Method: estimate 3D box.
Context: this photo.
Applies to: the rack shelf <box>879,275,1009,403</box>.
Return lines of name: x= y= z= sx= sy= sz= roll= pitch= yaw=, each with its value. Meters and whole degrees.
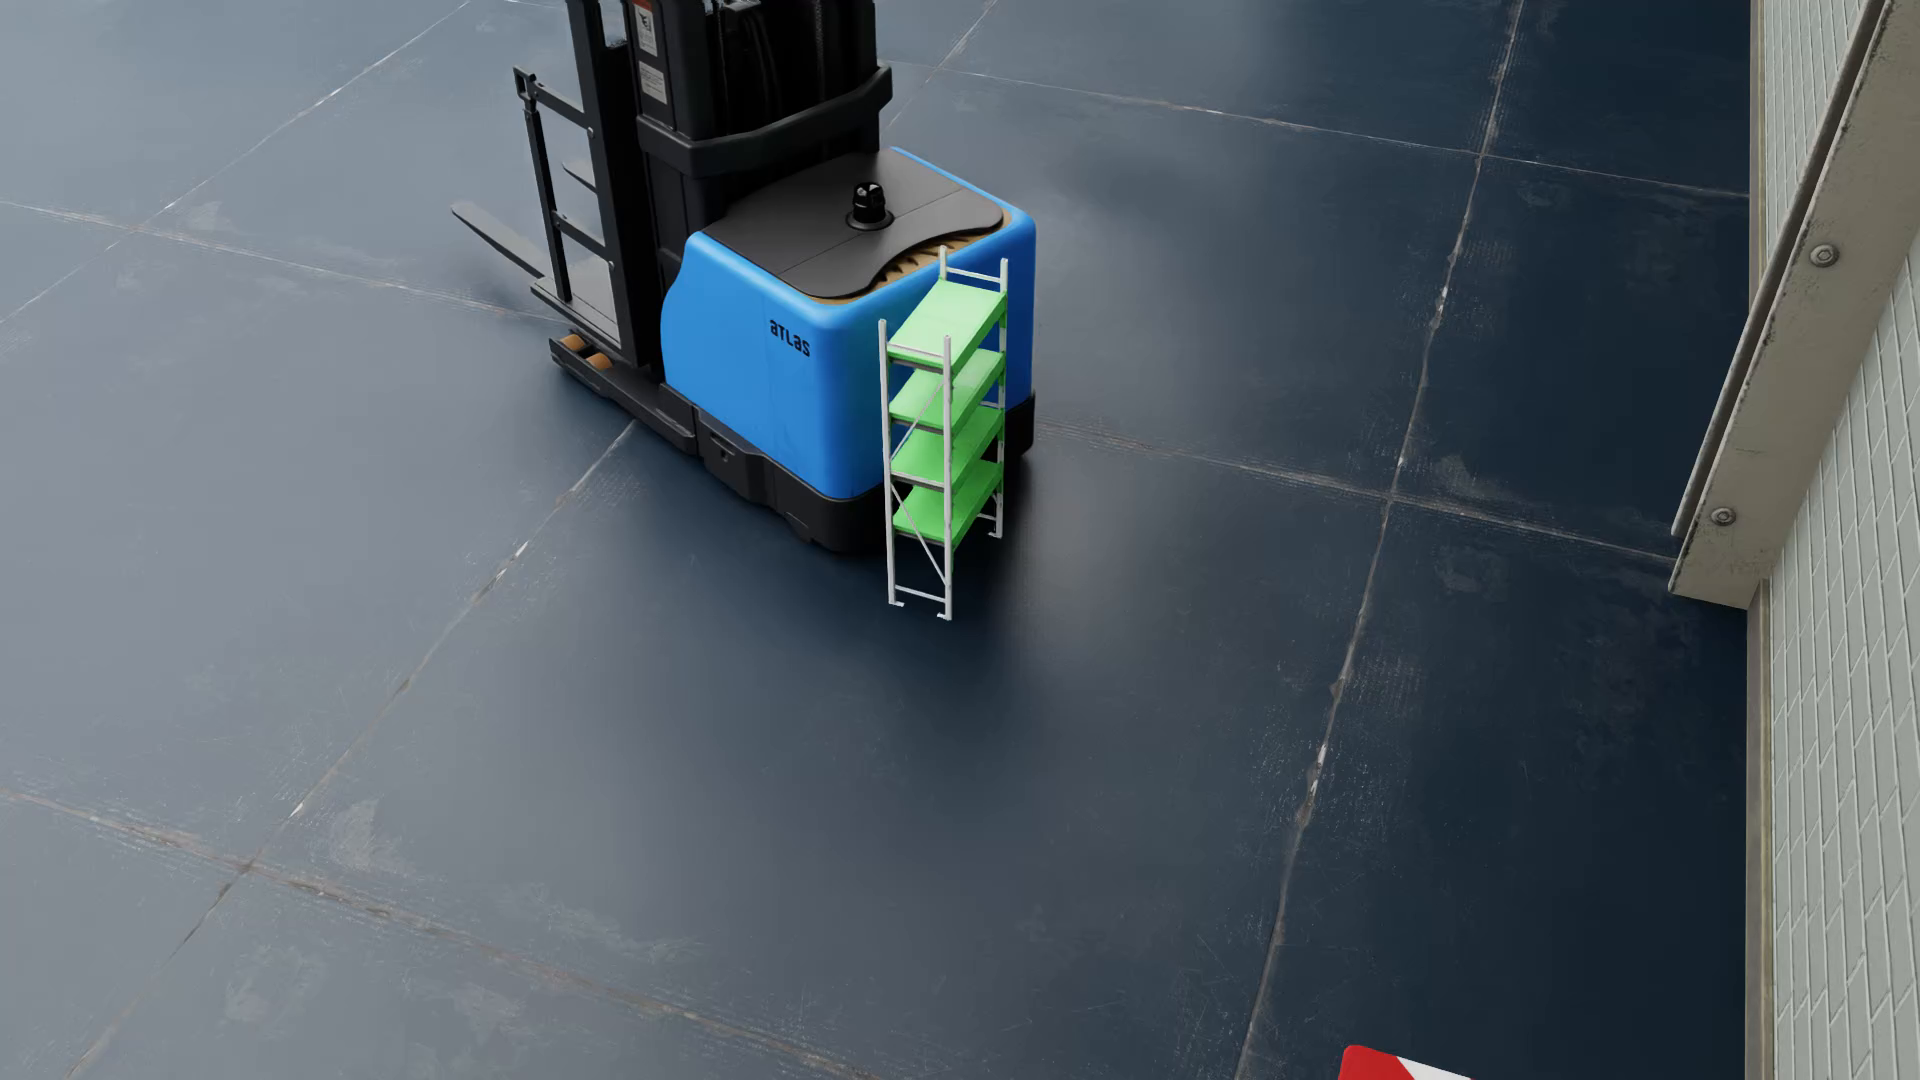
rack shelf: x=-0.047 y=-0.665 z=5.464 sx=0.258 sy=0.148 sz=0.480 roll=15 pitch=43 yaw=17

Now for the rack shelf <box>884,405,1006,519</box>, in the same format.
rack shelf: x=-0.047 y=-0.300 z=5.776 sx=0.258 sy=0.148 sz=0.480 roll=15 pitch=43 yaw=17

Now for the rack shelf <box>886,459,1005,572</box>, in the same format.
rack shelf: x=-0.047 y=-0.118 z=5.932 sx=0.258 sy=0.148 sz=0.480 roll=15 pitch=43 yaw=17

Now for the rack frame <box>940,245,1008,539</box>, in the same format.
rack frame: x=0.046 y=-0.495 z=5.906 sx=0.240 sy=1.200 sz=0.015 roll=15 pitch=43 yaw=17

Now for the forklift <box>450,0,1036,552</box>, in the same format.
forklift: x=-1.087 y=-1.933 z=6.258 sx=1.130 sy=2.935 sz=3.031 roll=-32 pitch=50 yaw=-32

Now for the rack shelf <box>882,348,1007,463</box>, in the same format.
rack shelf: x=-0.047 y=-0.483 z=5.620 sx=0.258 sy=0.148 sz=0.480 roll=15 pitch=43 yaw=17

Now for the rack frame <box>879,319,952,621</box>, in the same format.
rack frame: x=-0.141 y=-0.203 z=5.563 sx=0.240 sy=1.200 sz=0.015 roll=15 pitch=43 yaw=17

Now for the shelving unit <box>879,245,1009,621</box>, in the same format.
shelving unit: x=-0.047 y=-0.349 z=5.734 sx=0.258 sy=1.200 sz=0.503 roll=15 pitch=43 yaw=17

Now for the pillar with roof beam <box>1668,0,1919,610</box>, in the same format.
pillar with roof beam: x=-1.266 y=-4.276 z=4.329 sx=9.100 sy=9.000 sz=0.400 roll=13 pitch=42 yaw=15
